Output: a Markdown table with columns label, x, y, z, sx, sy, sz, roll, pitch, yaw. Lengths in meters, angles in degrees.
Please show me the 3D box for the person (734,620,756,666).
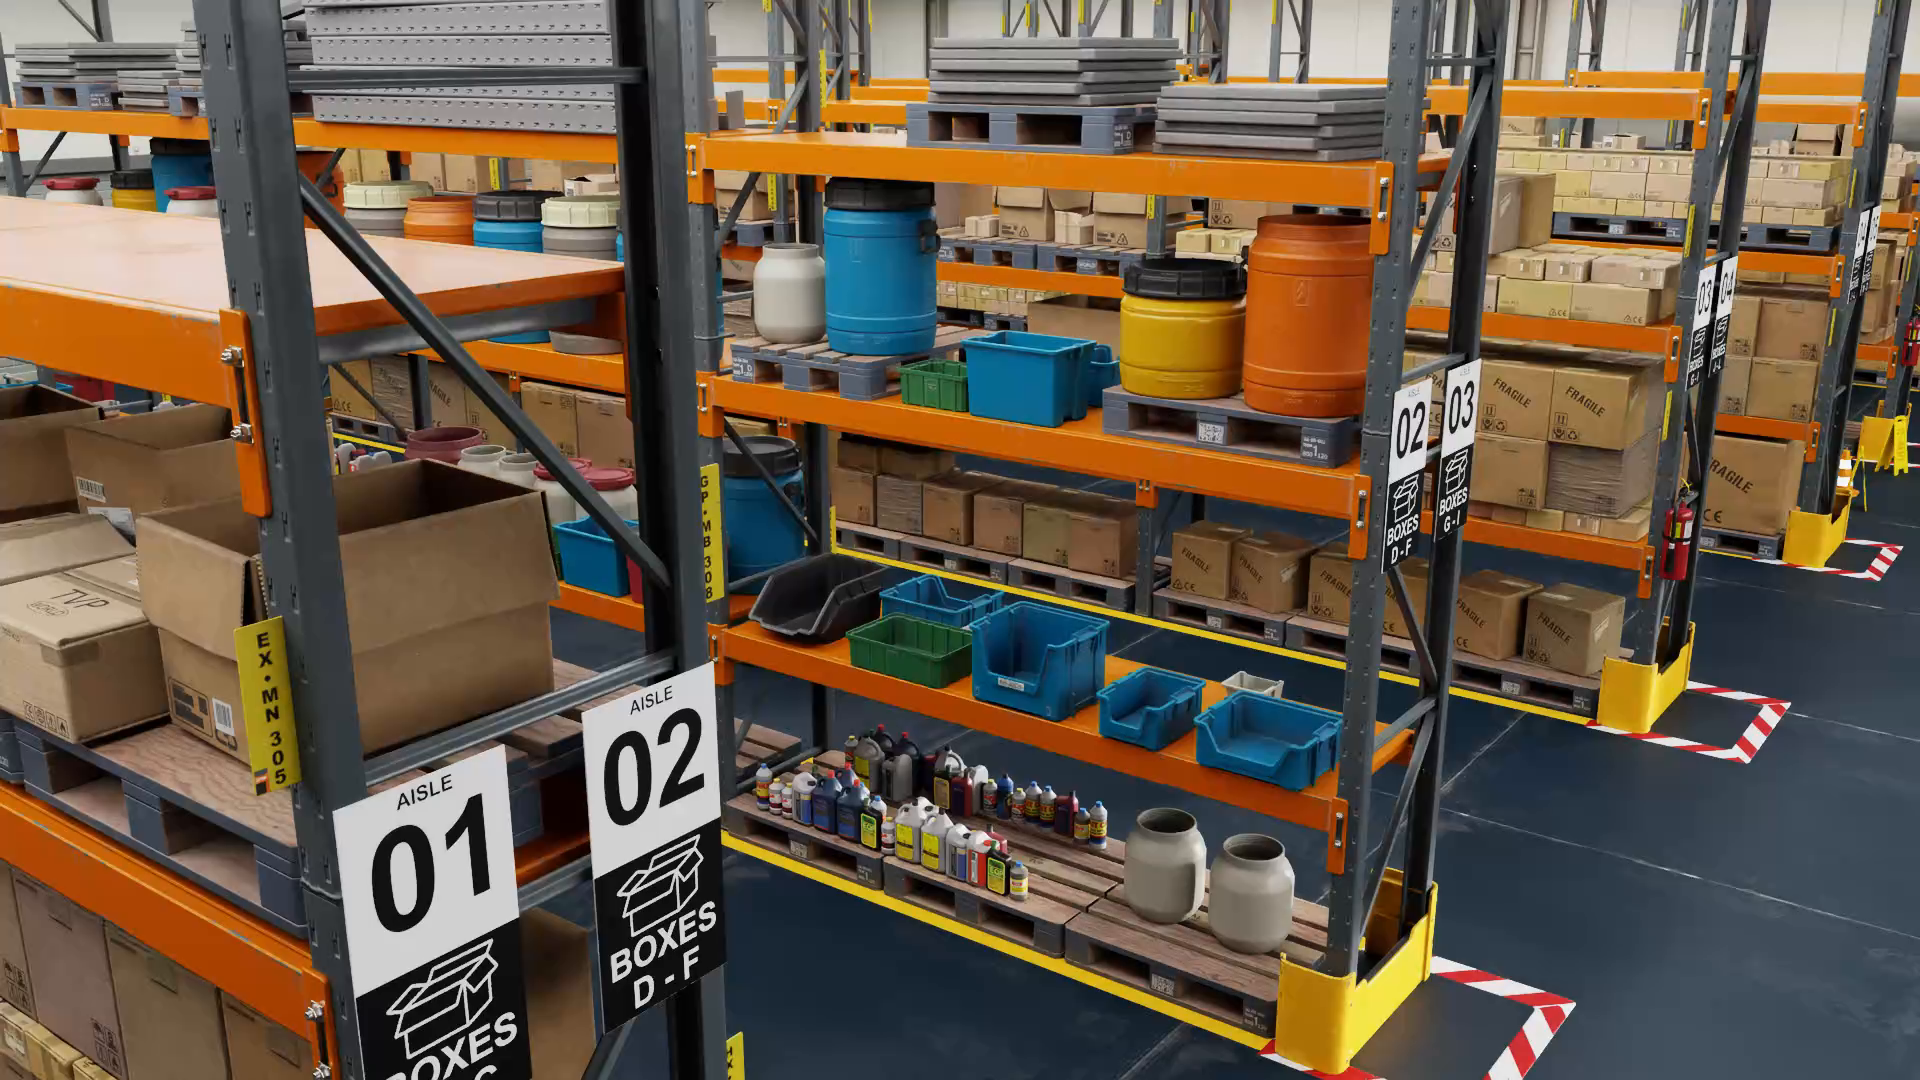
| label | x | y | z | sx | sy | sz | roll | pitch | yaw |
| --- | --- | --- | --- | --- | --- | --- | --- | --- | --- |
| person | -1.606 | 0.103 | 12.736 | 0.453 | 1.717 | 0.591 | 12 | 21 | 36 |
